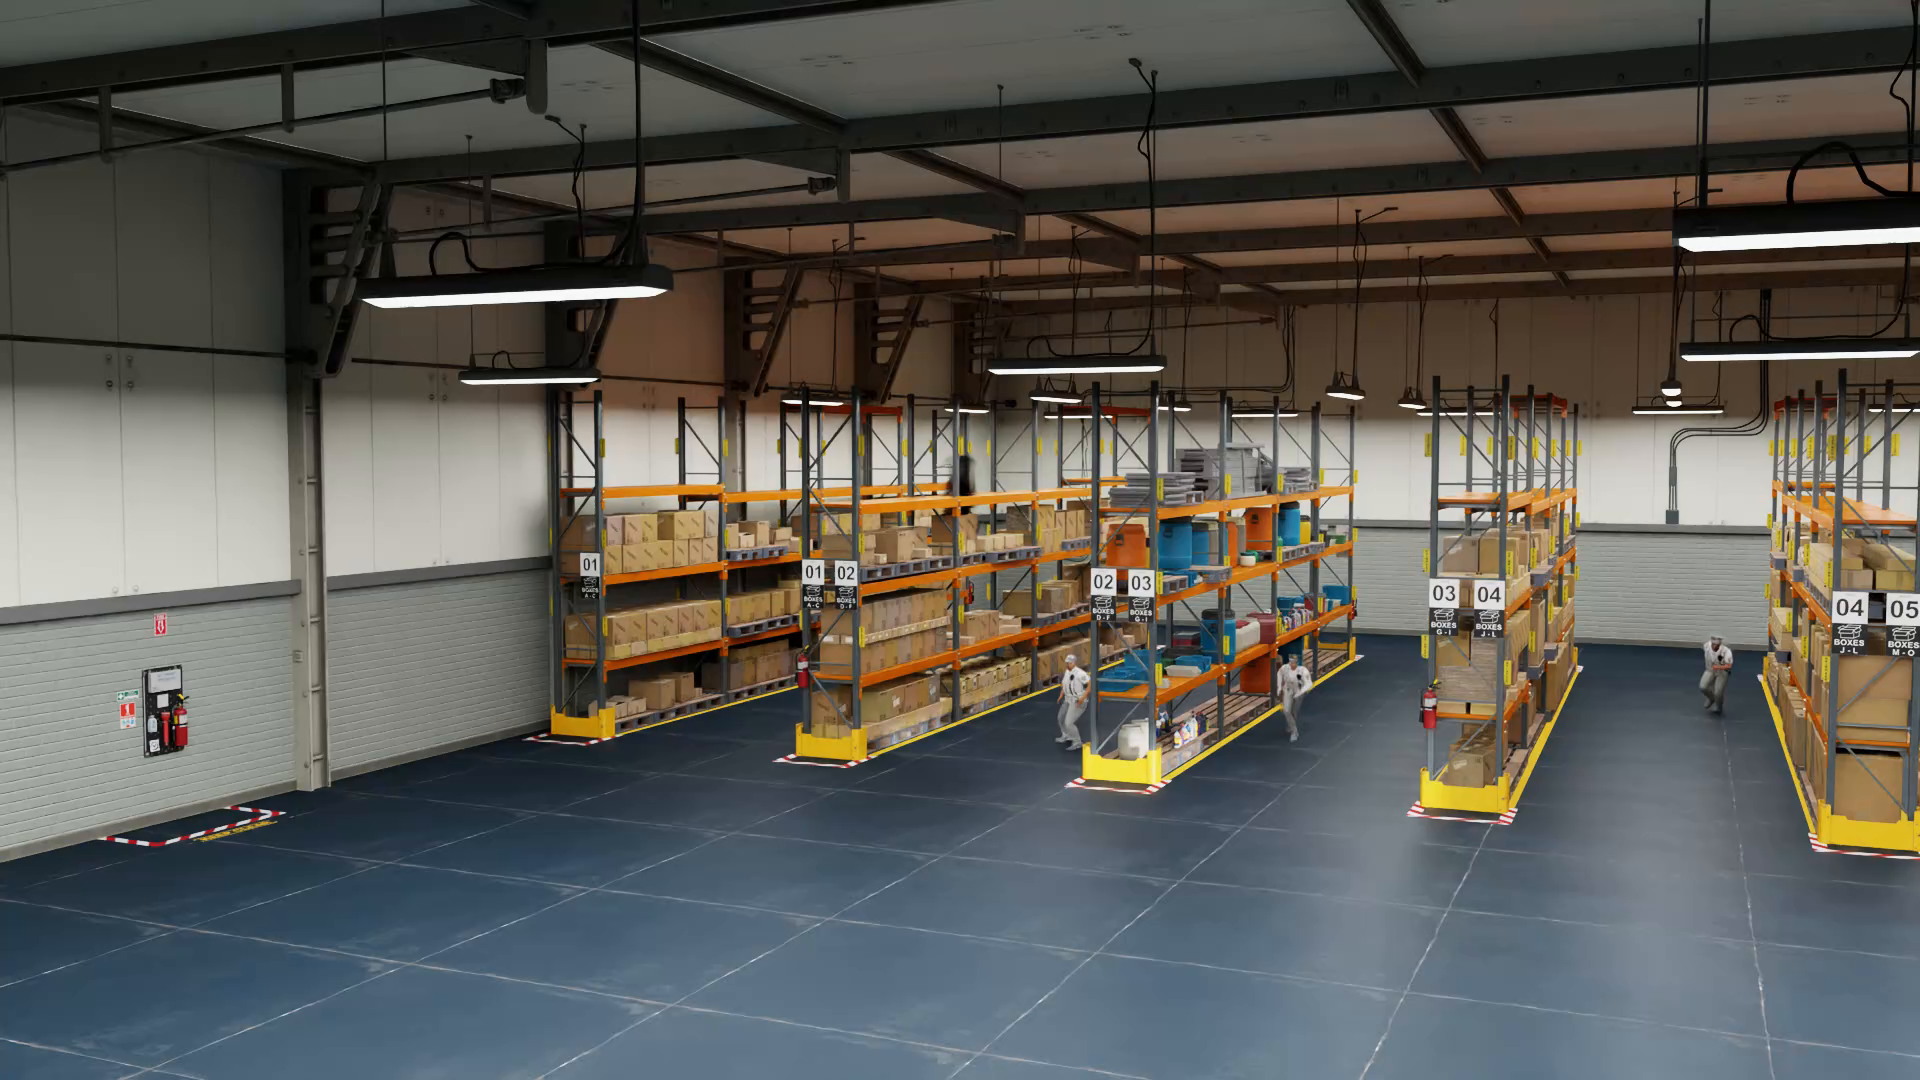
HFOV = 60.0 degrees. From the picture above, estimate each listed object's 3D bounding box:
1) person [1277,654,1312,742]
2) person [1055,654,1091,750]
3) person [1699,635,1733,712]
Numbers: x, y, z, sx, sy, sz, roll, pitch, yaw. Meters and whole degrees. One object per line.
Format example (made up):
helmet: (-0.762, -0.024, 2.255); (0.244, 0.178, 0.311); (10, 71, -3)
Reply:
person: (5.783, 2.672, 28.715); (0.605, 1.513, 1.038); (1, 3, 14)
person: (1.848, 2.698, 27.802); (0.484, 1.606, 0.916); (-1, 3, -24)
person: (14.216, 2.511, 31.271); (0.684, 1.505, 1.010); (3, 4, 44)
